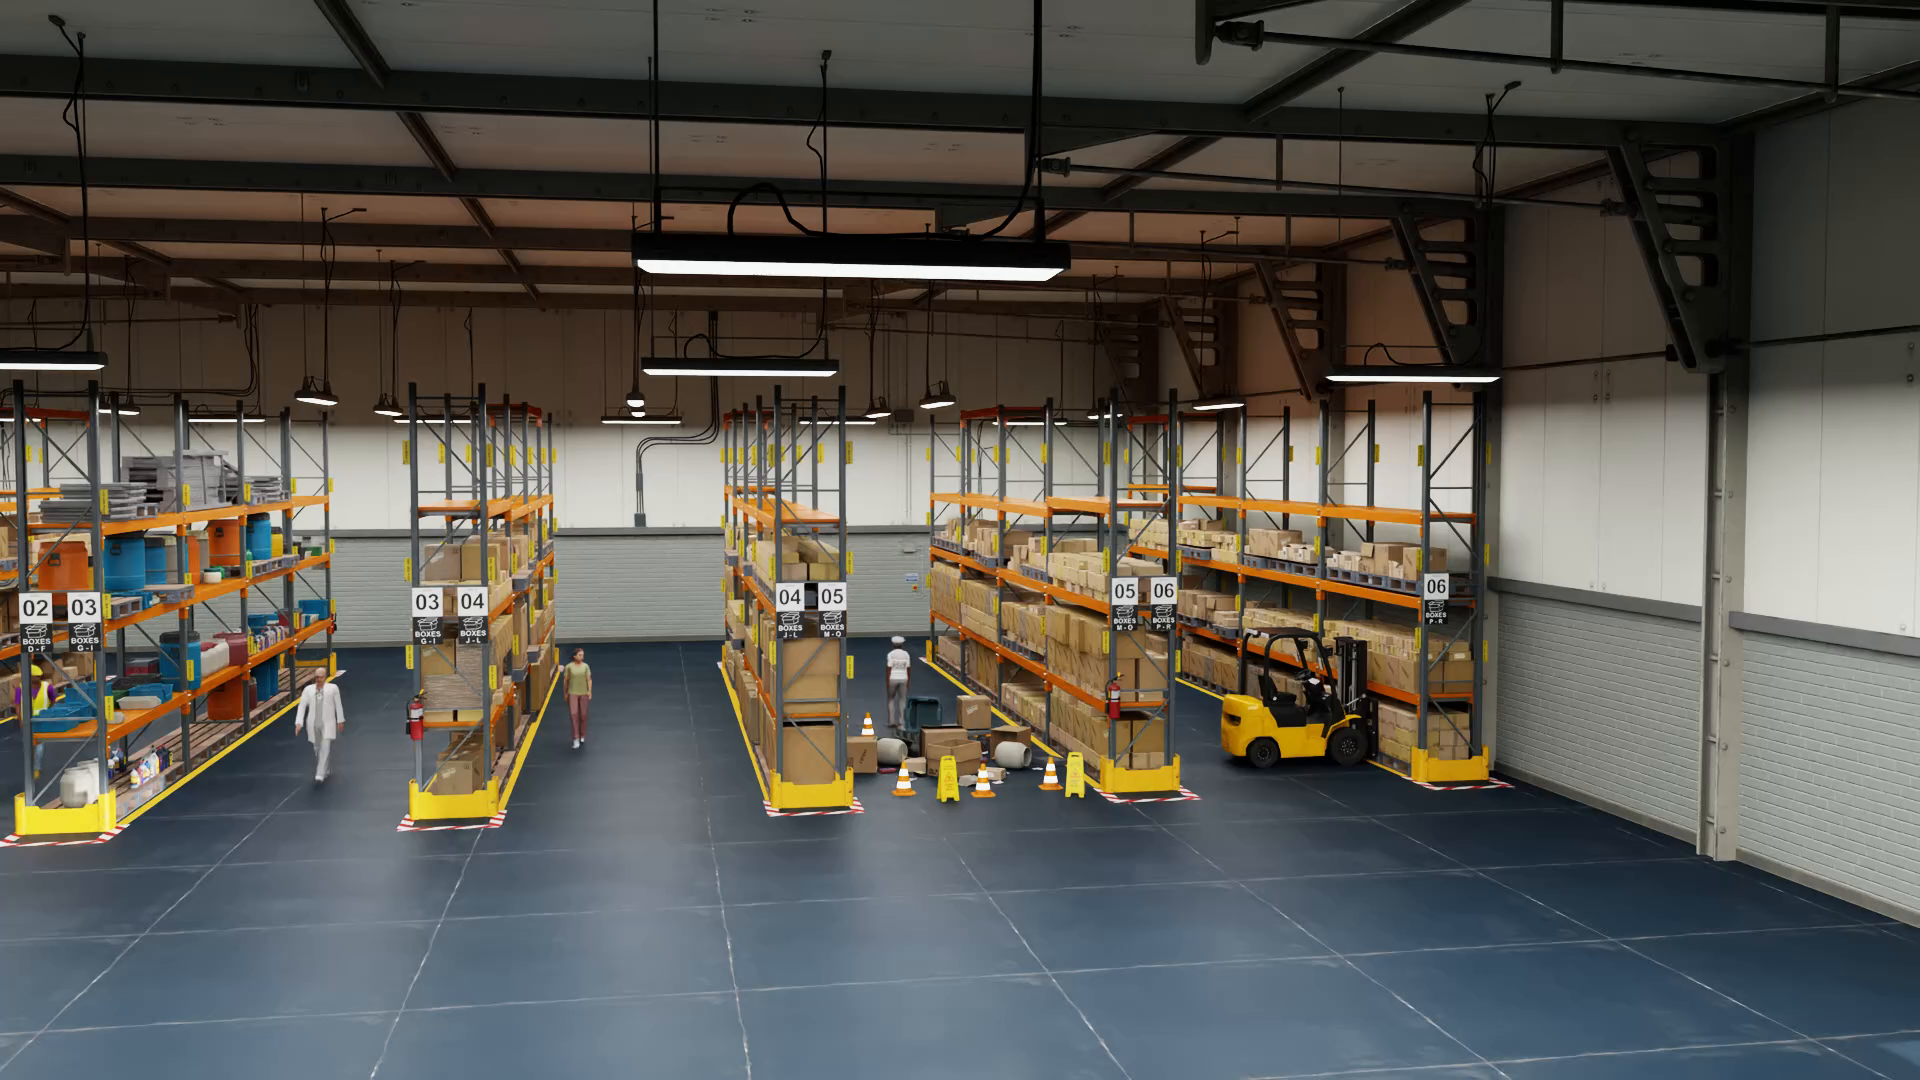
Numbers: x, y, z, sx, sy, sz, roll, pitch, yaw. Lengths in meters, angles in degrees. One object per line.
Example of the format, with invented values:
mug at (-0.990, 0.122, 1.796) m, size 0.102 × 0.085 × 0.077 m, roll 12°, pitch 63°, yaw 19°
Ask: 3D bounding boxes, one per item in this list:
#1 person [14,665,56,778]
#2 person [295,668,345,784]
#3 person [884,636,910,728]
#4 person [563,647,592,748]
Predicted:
person at (-14.439, 2.813, 25.955) m, size 0.562 × 1.709 × 0.974 m, roll -1°, pitch 3°, yaw -23°
person at (-9.814, 2.822, 25.473) m, size 0.659 × 1.732 × 0.944 m, roll 0°, pitch 3°, yaw -6°
person at (-1.135, 2.642, 30.571) m, size 0.481 × 1.736 × 0.595 m, roll -1°, pitch 3°, yaw -16°
person at (-6.582, 2.715, 28.804) m, size 0.465 × 1.668 × 0.724 m, roll -1°, pitch 3°, yaw -26°
